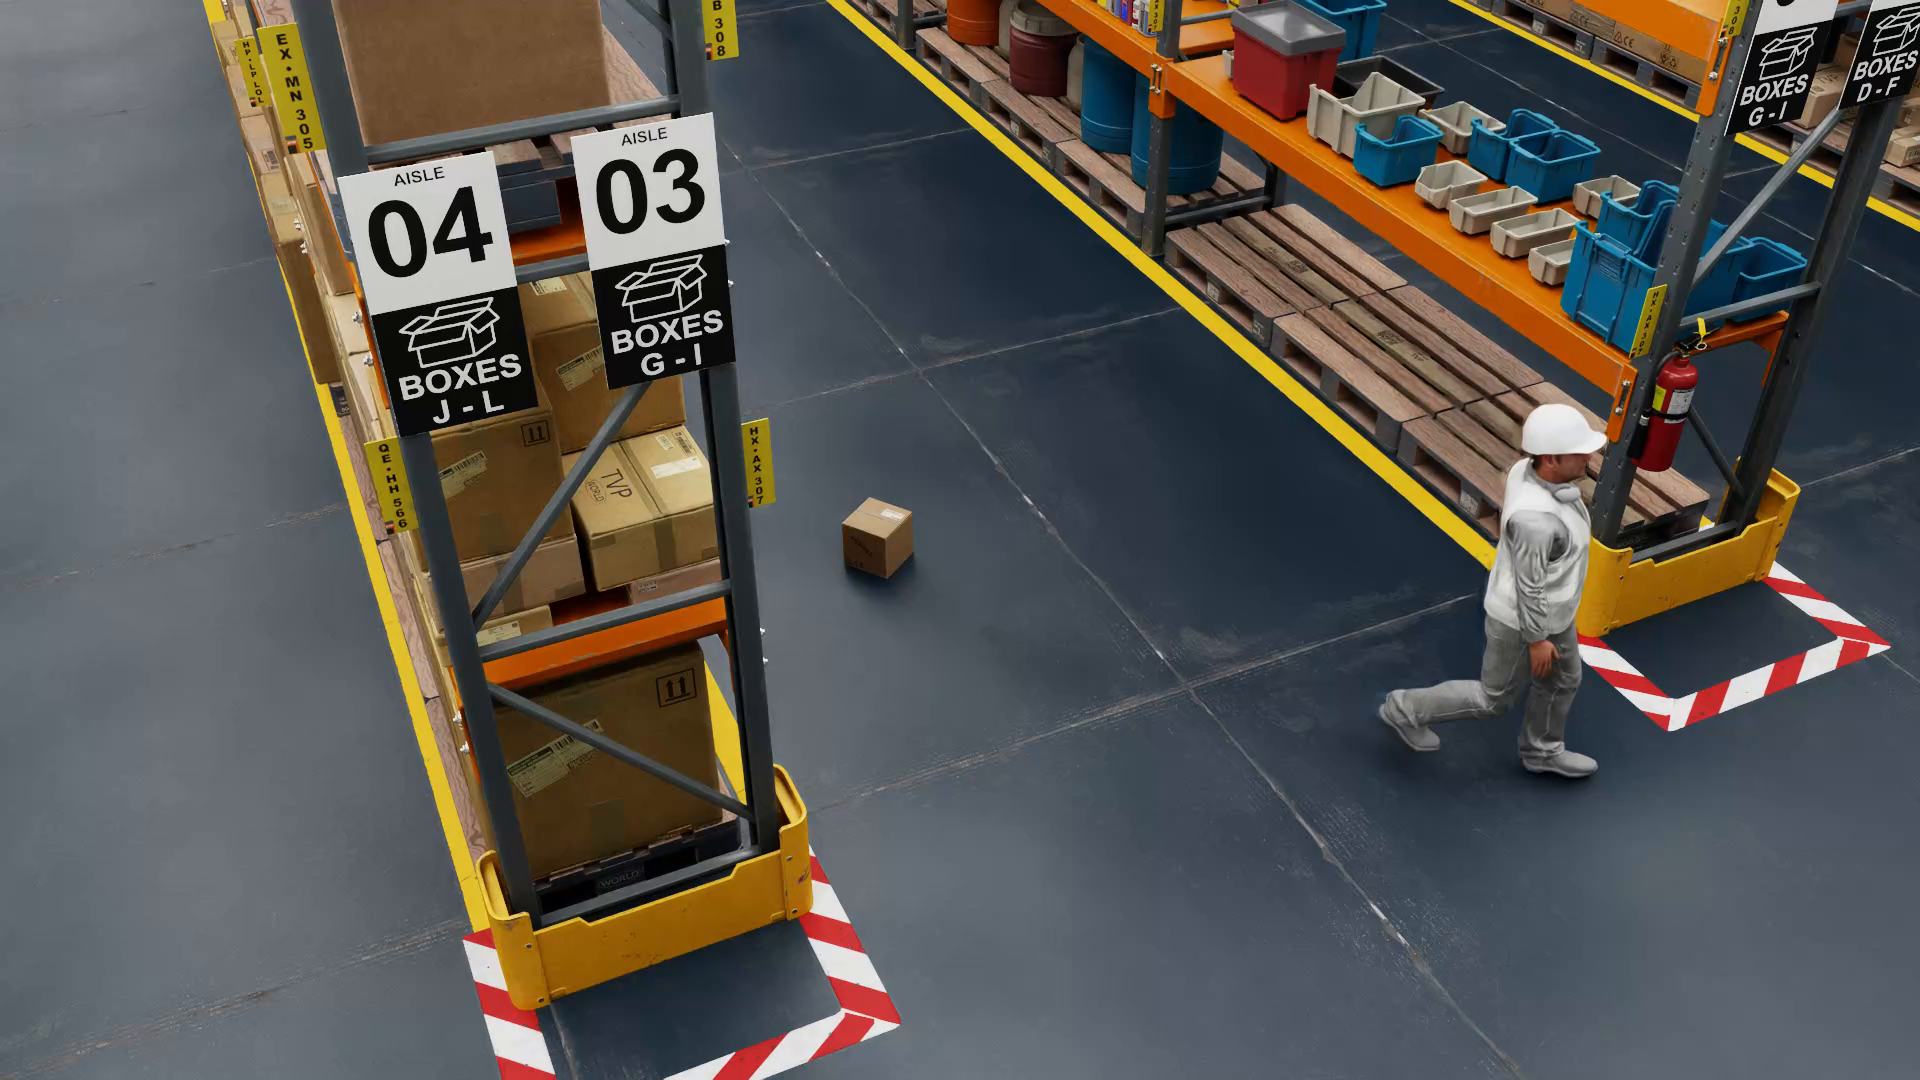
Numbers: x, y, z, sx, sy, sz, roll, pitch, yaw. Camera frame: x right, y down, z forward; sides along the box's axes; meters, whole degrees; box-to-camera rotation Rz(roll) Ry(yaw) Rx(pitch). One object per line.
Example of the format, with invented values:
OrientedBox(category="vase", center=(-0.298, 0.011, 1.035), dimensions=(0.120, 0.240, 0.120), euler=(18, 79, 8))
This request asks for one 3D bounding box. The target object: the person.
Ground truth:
OrientedBox(category="person", center=(2.205, 0.243, 6.508), dimensions=(0.907, 1.739, 0.549), euler=(14, 39, 18))
